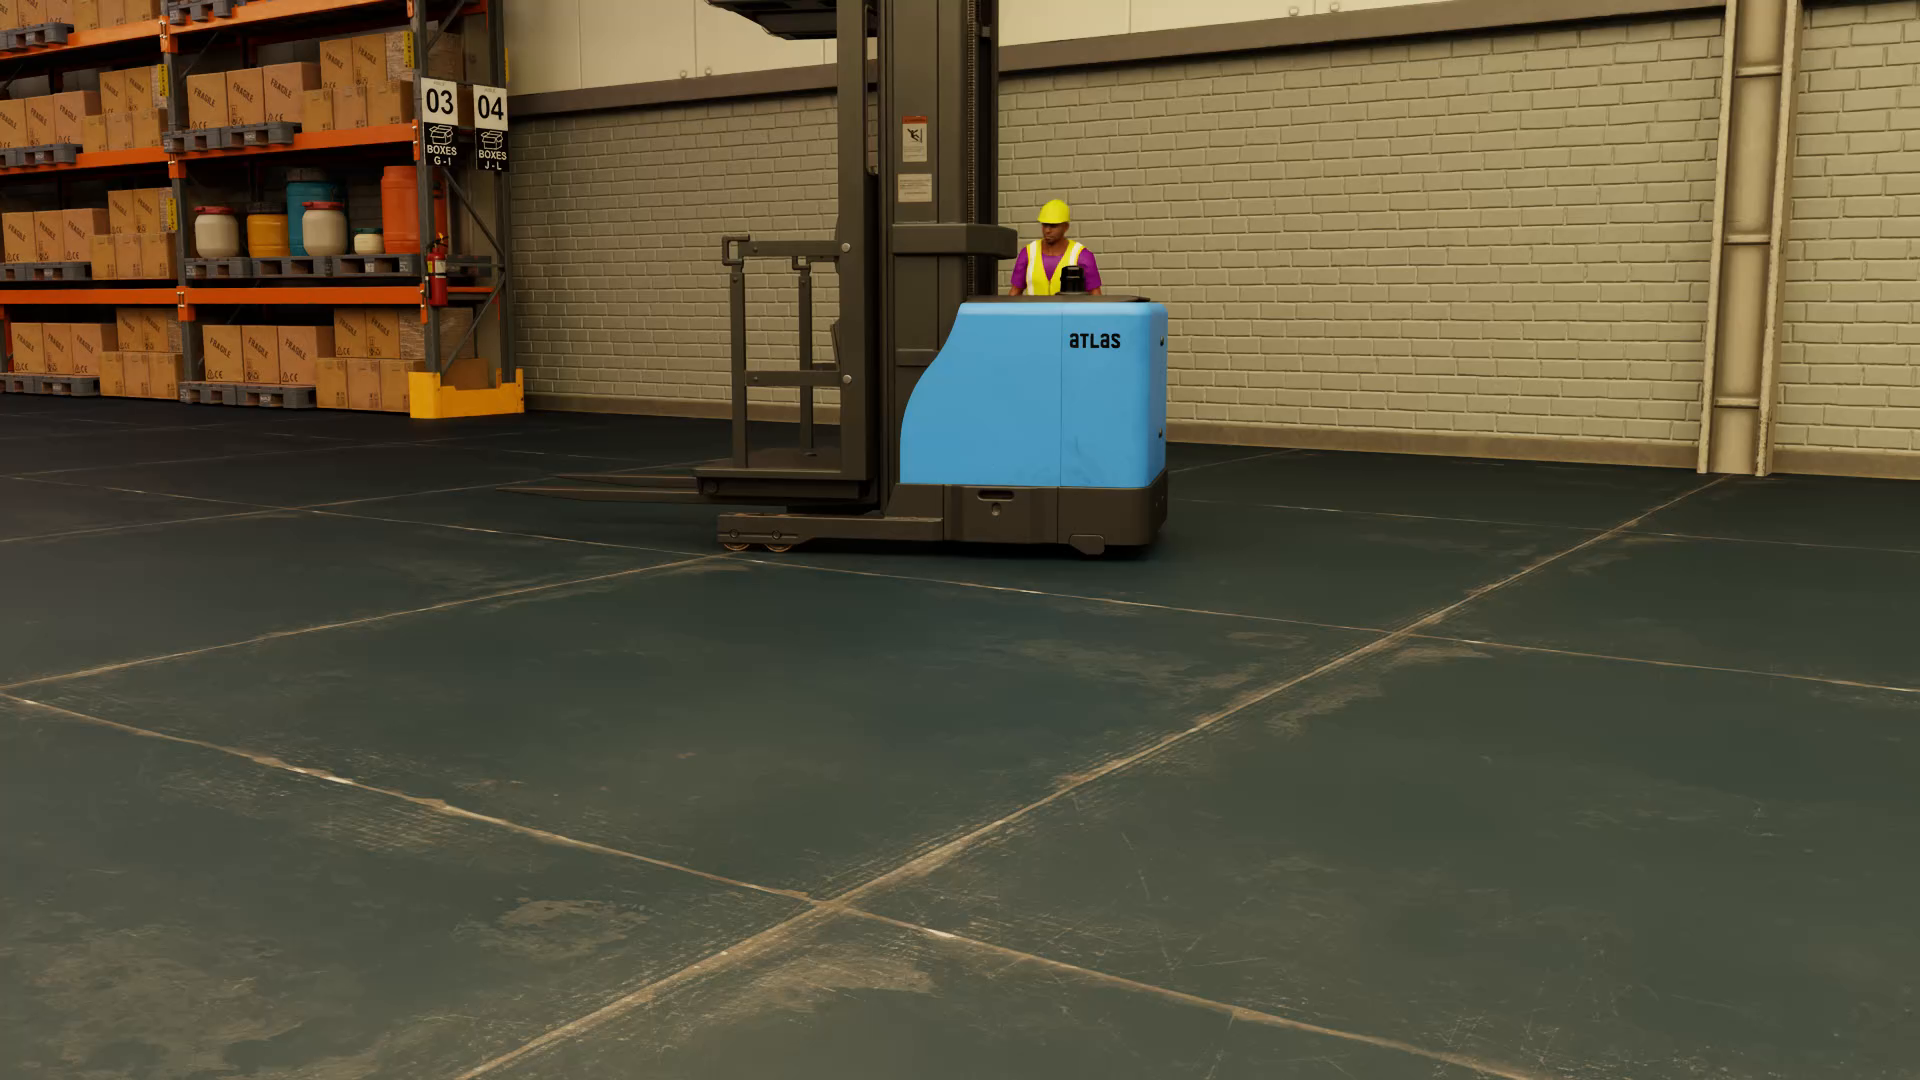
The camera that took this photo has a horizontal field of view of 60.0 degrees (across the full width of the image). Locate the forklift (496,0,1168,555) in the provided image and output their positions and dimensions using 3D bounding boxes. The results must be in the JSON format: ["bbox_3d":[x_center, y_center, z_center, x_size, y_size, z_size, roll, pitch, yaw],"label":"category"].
[{"bbox_3d":[-0.596,-1.469,7.520,3.031,2.935,1.130,2,8,12],"label":"forklift"}]

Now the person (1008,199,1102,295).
[{"bbox_3d":[0.625,-1.422,11.342,0.677,1.766,0.471,2,8,13],"label":"person"}]
